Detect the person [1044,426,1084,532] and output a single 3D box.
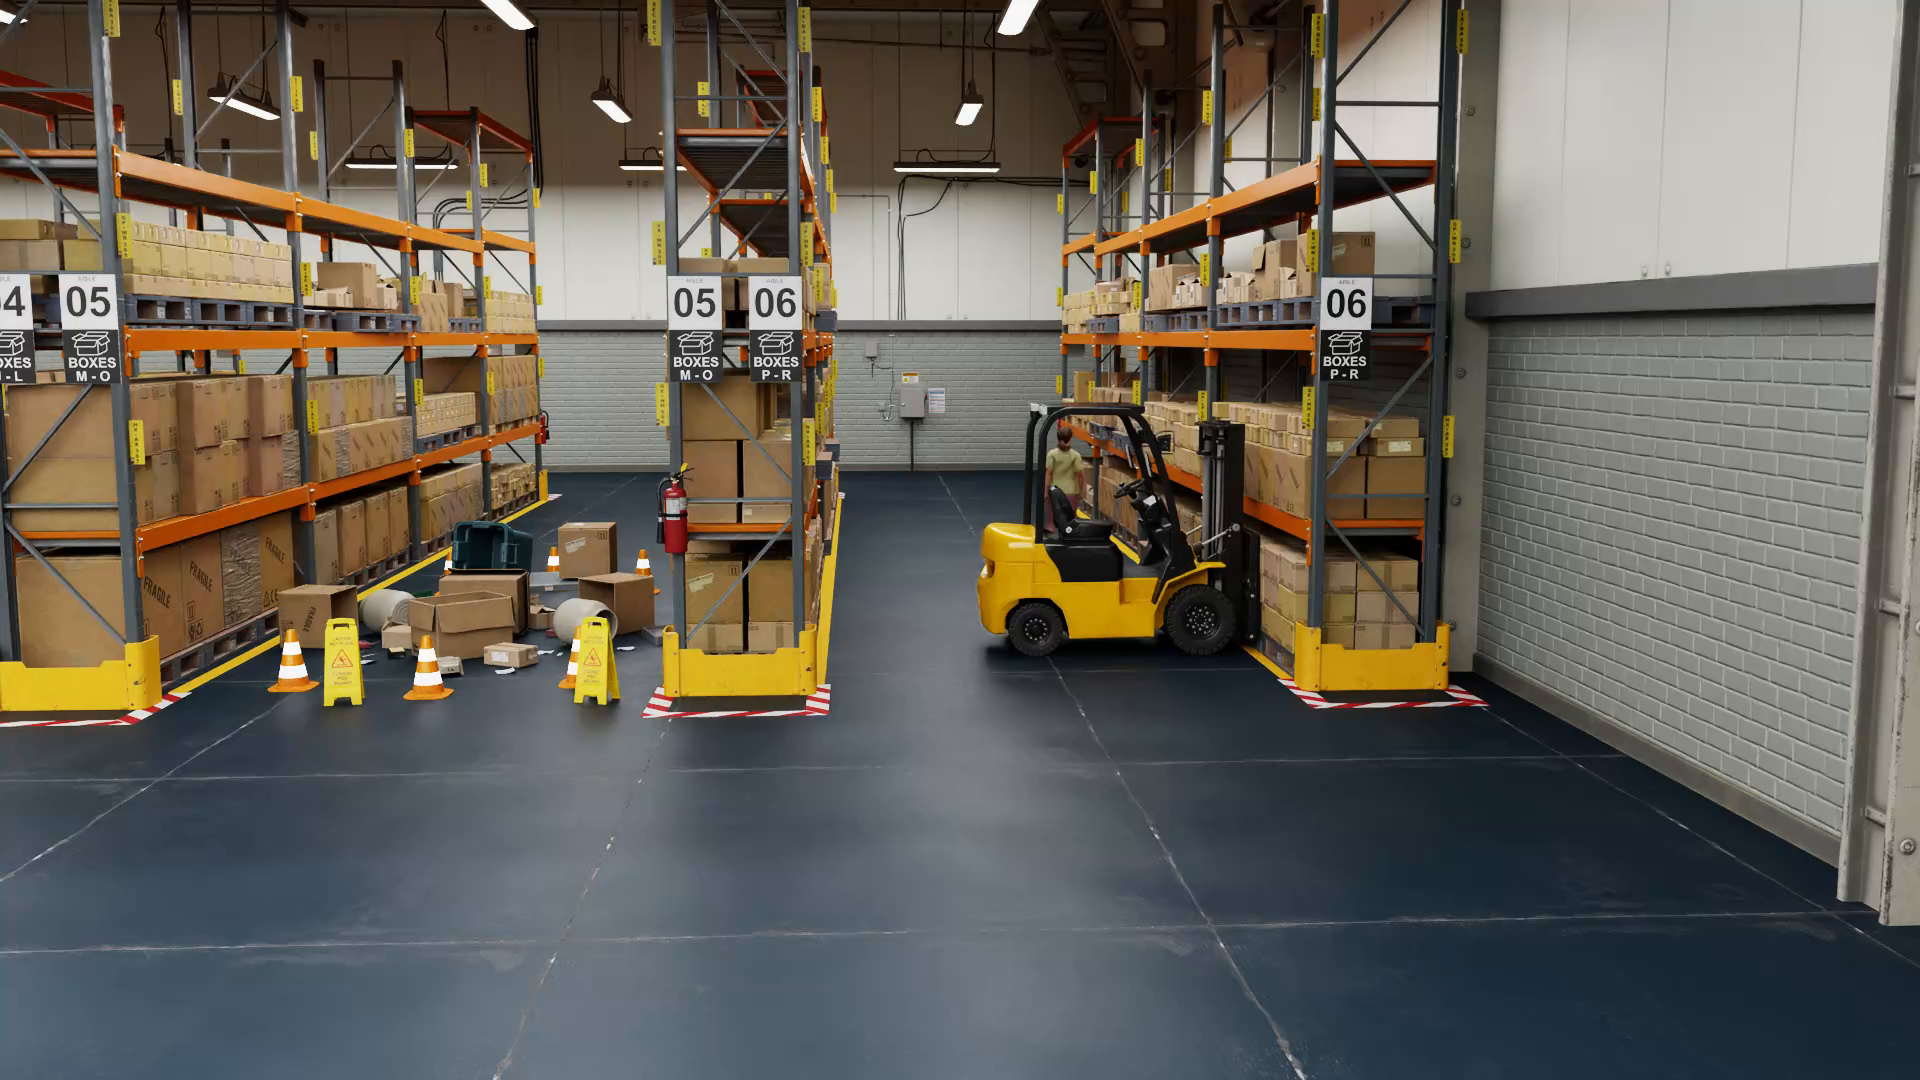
[{"bbox_3d":[1.237,-0.490,19.802,0.484,1.732,0.466,1,7,7],"label":"person"}]
